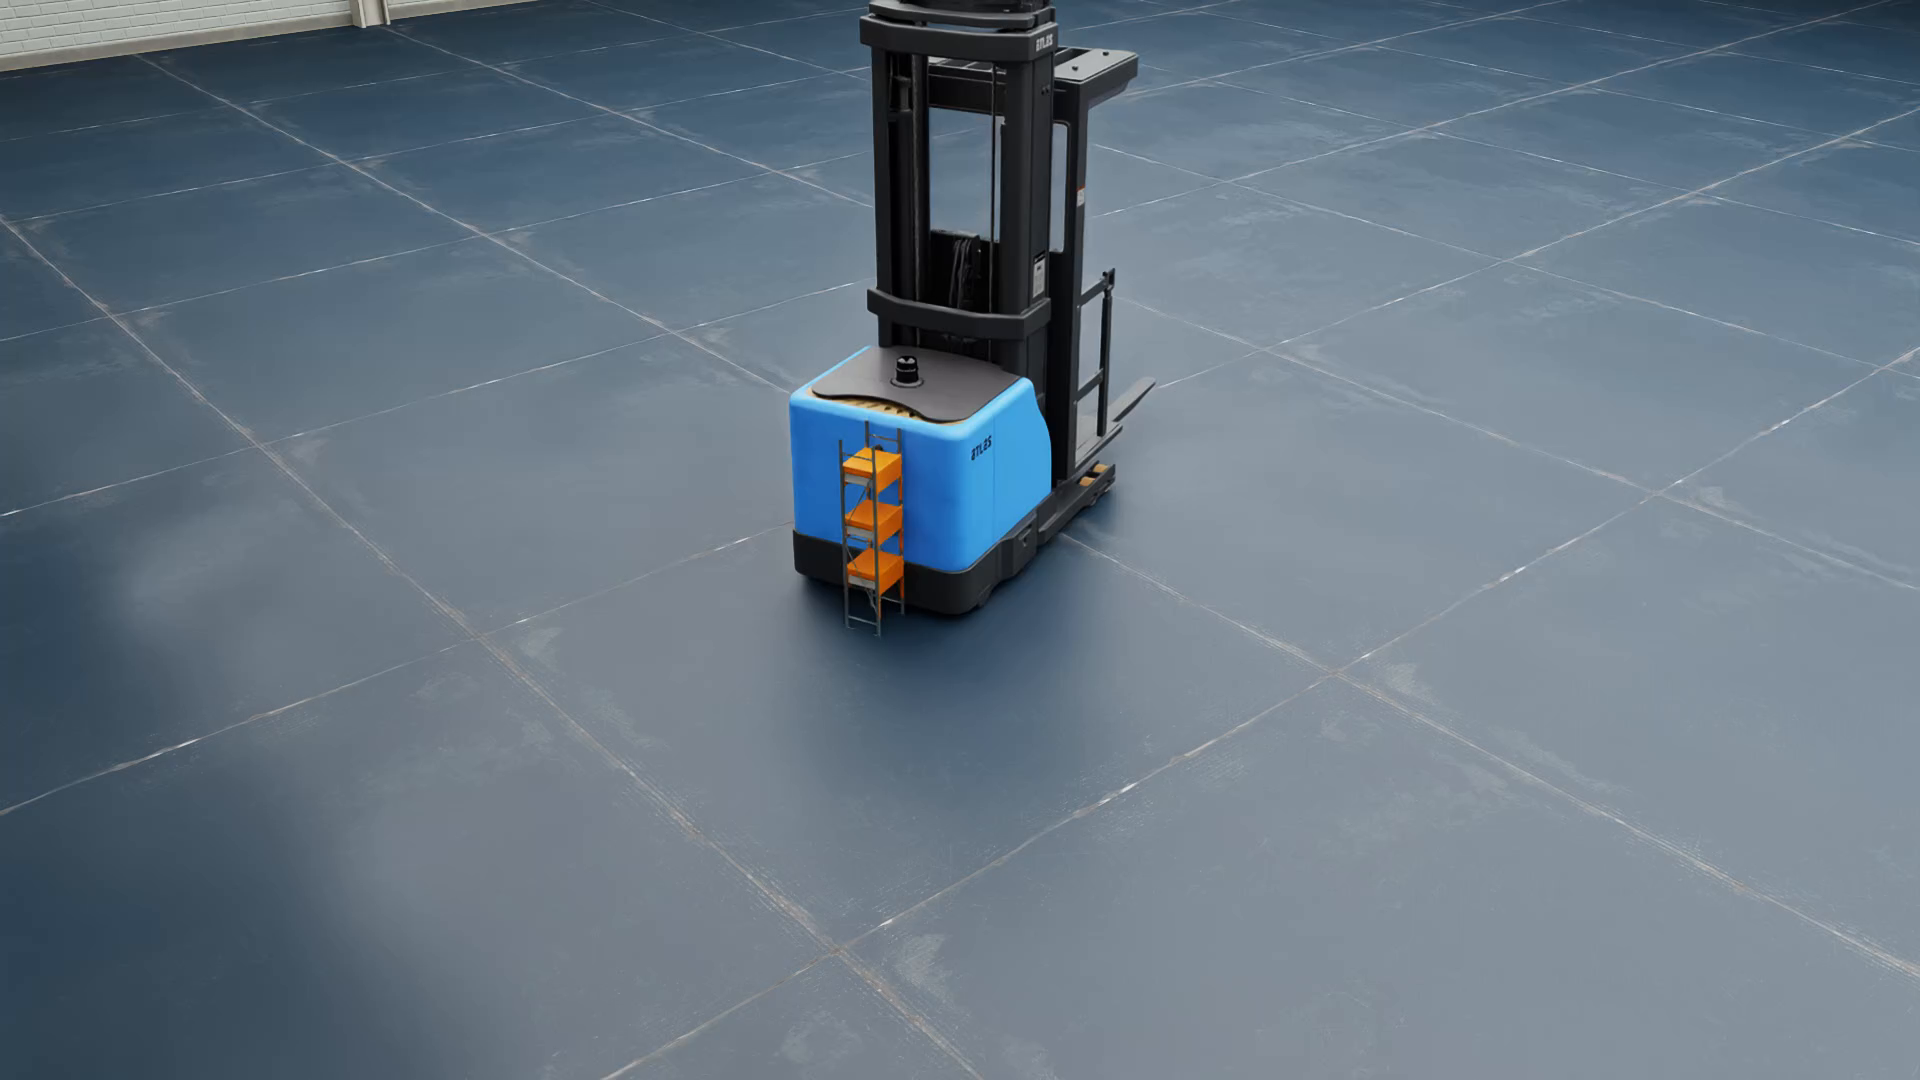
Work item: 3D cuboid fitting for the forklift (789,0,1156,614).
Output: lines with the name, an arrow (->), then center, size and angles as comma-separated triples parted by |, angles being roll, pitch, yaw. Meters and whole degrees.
forklift -> 0.259, -1.582, 9.100 | 1.130, 2.935, 3.031 | 14, 31, 24

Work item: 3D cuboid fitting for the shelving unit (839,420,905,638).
shelving unit -> -0.431, -0.047, 8.224 | 0.215, 1.050, 0.252 | 14, 31, 24

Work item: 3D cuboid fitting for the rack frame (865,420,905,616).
rack frame -> -0.374, -0.098, 8.319 | 0.200, 1.050, 0.008 | 14, 31, 24

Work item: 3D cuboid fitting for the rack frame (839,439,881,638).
rack frame -> -0.489, 0.004, 8.129 | 0.200, 1.050, 0.008 | 14, 31, 24

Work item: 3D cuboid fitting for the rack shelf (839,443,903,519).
rack shelf -> -0.431, -0.288, 8.096 | 0.215, 0.259, 0.240 | 14, 31, 24

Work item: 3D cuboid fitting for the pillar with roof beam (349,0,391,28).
pillar with roof beam -> -5.004, -9.263, 17.036 | 0.400, 9.000, 9.100 | -22, 35, -35

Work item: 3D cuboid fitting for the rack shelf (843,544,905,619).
rack shelf -> -0.431, 0.207, 8.360 | 0.215, 0.259, 0.240 | 14, 31, 24

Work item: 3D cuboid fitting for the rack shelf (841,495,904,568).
rack shelf -> -0.431, -0.038, 8.229 | 0.215, 0.259, 0.240 | 14, 31, 24
